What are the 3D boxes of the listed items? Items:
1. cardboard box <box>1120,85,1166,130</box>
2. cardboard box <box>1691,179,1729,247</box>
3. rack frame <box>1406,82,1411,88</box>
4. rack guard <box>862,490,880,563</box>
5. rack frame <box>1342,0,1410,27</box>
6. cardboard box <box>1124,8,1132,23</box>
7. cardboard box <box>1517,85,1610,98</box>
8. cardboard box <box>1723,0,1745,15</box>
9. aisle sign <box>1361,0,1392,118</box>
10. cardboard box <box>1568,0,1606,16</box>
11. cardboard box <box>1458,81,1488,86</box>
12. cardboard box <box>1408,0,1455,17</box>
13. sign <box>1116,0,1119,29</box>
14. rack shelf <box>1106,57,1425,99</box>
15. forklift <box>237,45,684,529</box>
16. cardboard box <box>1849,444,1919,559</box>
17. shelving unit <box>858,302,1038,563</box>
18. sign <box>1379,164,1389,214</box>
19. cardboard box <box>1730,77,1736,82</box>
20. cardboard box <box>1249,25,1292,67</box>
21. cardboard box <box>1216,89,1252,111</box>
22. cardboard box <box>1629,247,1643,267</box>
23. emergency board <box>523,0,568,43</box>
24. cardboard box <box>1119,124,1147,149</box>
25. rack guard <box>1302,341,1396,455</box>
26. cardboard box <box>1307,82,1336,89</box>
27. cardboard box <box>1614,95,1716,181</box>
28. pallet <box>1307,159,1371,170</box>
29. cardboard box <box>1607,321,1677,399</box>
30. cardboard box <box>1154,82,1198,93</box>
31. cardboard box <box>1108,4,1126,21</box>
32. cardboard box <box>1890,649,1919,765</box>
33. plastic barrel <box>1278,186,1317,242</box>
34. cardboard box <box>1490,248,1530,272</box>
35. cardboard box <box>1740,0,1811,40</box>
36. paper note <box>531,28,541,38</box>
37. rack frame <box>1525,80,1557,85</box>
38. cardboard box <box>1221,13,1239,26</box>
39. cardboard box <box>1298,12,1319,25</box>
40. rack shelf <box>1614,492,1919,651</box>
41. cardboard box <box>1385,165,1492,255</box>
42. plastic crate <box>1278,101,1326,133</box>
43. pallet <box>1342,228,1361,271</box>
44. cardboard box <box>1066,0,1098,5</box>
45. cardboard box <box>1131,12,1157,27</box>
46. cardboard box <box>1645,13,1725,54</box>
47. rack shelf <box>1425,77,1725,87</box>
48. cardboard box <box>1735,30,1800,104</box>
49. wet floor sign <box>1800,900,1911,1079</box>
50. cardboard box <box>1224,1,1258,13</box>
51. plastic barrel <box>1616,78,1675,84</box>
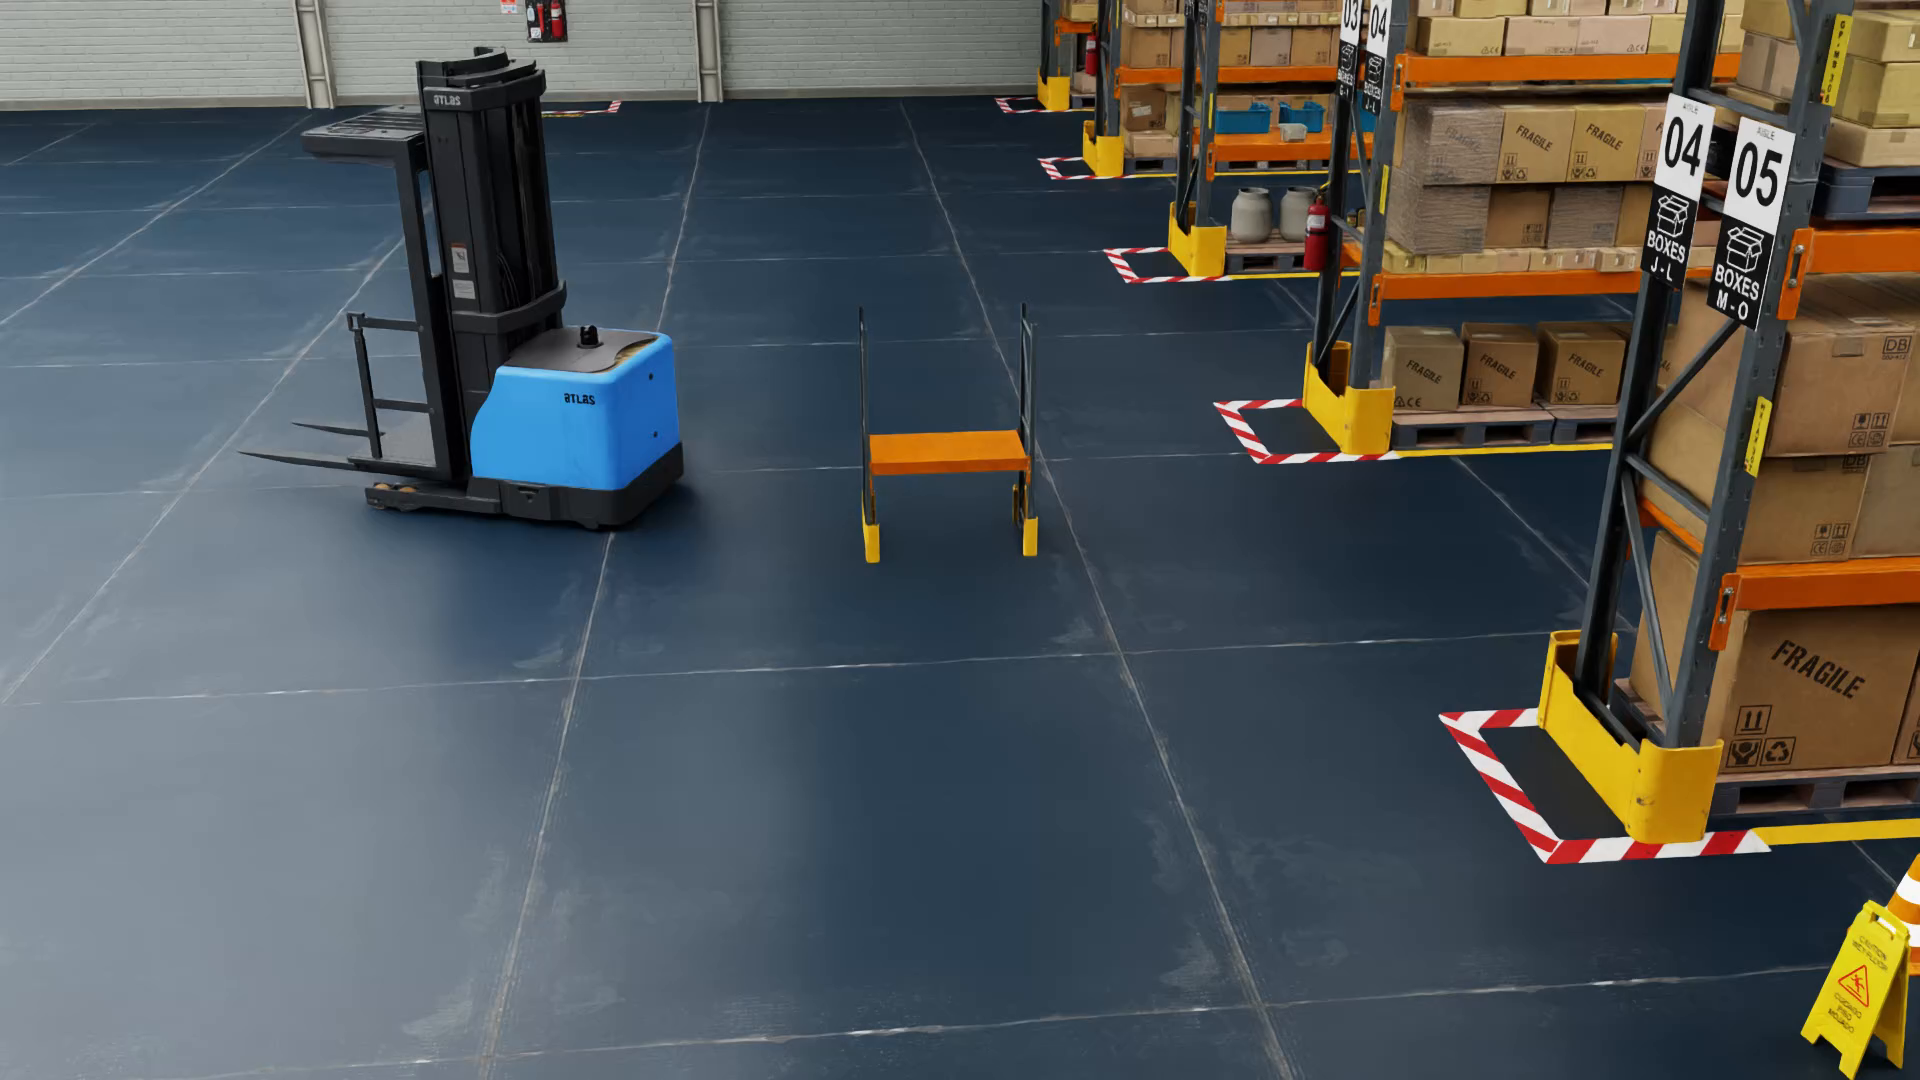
[{"bbox_3d":[2.386,-5.651,21.717,0.500,0.500,0.500,-2,24,-5],"label":"cardboard box"},{"bbox_3d":[5.389,-2.509,12.213,0.500,0.500,0.875,-2,24,-5],"label":"cardboard box"},{"bbox_3d":[5.862,-6.391,21.436,0.127,3.000,1.000,-2,24,-5],"label":"rack frame"},{"bbox_3d":[-0.571,-0.091,10.648,0.087,0.250,0.587,-2,24,-5],"label":"rack guard"},{"bbox_3d":[2.851,-4.969,10.850,0.127,3.000,1.000,-2,24,-5],"label":"rack frame"},{"bbox_3d":[2.243,-6.666,21.133,0.250,0.149,0.380,-3,24,-6],"label":"cardboard box"},{"bbox_3d":[4.369,-3.029,12.151,0.500,0.500,0.500,-2,24,-5],"label":"cardboard box"},{"bbox_3d":[5.226,-3.687,11.353,0.250,0.149,0.380,-1,24,-3],"label":"cardboard box"},{"bbox_3d":[2.819,-3.292,11.262,0.004,0.787,0.394,-2,24,-5],"label":"aisle sign"},{"bbox_3d":[4.175,-3.650,11.271,0.250,0.149,0.380,-2,24,-5],"label":"cardboard box"},{"bbox_3d":[8.117,-7.588,26.666,0.500,0.500,0.700,-2,24,-5],"label":"cardboard box"},{"bbox_3d":[3.148,-3.629,11.223,0.250,0.149,0.380,-2,24,-6],"label":"cardboard box"},{"bbox_3d":[1.930,-6.439,20.380,0.005,0.325,0.100,-2,24,-5],"label":"sign"},{"bbox_3d":[3.872,-5.983,21.403,4.000,0.370,1.077,-2,24,-5],"label":"rack shelf"},{"bbox_3d":[-3.503,-1.727,11.026,3.031,2.935,1.130,6,25,14],"label":"forklift"},{"bbox_3d":[4.148,-0.351,7.662,0.550,0.550,0.875,-2,24,-5],"label":"cardboard box"},{"bbox_3d":[-0.076,-0.682,10.439,1.083,1.500,0.587,-2,24,-5],"label":"shelving unit"},{"bbox_3d":[2.905,-2.404,11.399,0.005,0.325,0.100,-2,24,-5],"label":"sign"},{"bbox_3d":[12.699,-7.844,26.834,0.750,0.750,0.750,-2,24,-5],"label":"cardboard box"},{"bbox_3d":[3.888,-6.354,21.228,0.500,0.500,0.700,-2,24,-4],"label":"cardboard box"},{"bbox_3d":[3.431,-5.487,21.347,0.500,0.500,0.500,-2,24,-5],"label":"cardboard box"},{"bbox_3d":[4.896,-2.112,12.118,0.250,0.149,0.380,-2,24,-5],"label":"cardboard box"},{"bbox_3d":[-6.432,-8.289,25.705,0.643,1.169,0.194,-2,24,-5],"label":"emergency board"},{"bbox_3d":[2.386,-5.308,21.867,0.500,0.250,0.500,-2,24,-5],"label":"cardboard box"},{"bbox_3d":[2.927,-1.088,12.583,0.348,0.500,1.175,-2,24,-5],"label":"rack guard"},{"bbox_3d":[4.873,-5.754,21.948,0.500,0.500,0.500,-2,24,-5],"label":"cardboard box"},{"bbox_3d":[4.918,-2.838,11.721,0.500,0.500,0.500,-2,24,-5],"label":"cardboard box"},{"bbox_3d":[5.067,-5.102,21.969,1.213,0.211,1.003,-2,24,-5],"label":"pallet"},{"bbox_3d":[5.251,-1.354,12.665,0.500,0.500,0.500,-4,24,-10],"label":"cardboard box"},{"bbox_3d":[3.390,-7.316,26.052,0.500,0.500,0.700,-4,24,-8],"label":"cardboard box"},{"bbox_3d":[2.423,-8.092,25.422,0.500,0.250,0.500,-3,24,-7],"label":"cardboard box"},{"bbox_3d":[4.782,0.471,8.097,0.875,0.875,0.875,-3,24,-6],"label":"cardboard box"},{"bbox_3d":[3.511,-3.362,17.166,0.421,0.512,0.421,0,24,0],"label":"plastic barrel"},{"bbox_3d":[3.906,-2.052,11.983,0.250,0.149,0.380,-2,24,-5],"label":"cardboard box"},{"bbox_3d":[3.540,-2.227,7.062,0.250,0.149,0.380,-2,24,-5],"label":"cardboard box"},{"bbox_3d":[-6.615,-7.907,25.931,0.142,0.148,0.016,-2,24,-5],"label":"paper note"},{"bbox_3d":[9.352,-8.553,26.300,0.127,3.000,1.000,-2,24,-5],"label":"rack frame"},{"bbox_3d":[3.320,-6.544,20.858,0.250,0.149,0.380,-3,24,-7],"label":"cardboard box"},{"bbox_3d":[4.349,-6.586,20.952,0.250,0.149,0.380,-2,24,-4],"label":"cardboard box"},{"bbox_3d":[5.229,0.030,7.874,4.000,0.370,1.077,-2,24,-5],"label":"rack shelf"},{"bbox_3d":[3.401,-2.420,12.012,0.500,0.500,0.875,-2,24,-5],"label":"cardboard box"},{"bbox_3d":[3.480,-4.326,16.973,0.408,0.251,0.499,-2,24,-5],"label":"plastic crate"},{"bbox_3d":[4.456,-3.055,17.363,1.213,0.211,1.003,-2,24,-5],"label":"pallet"},{"bbox_3d":[1.895,-8.415,25.225,0.500,0.500,0.500,-2,24,-5],"label":"cardboard box"},{"bbox_3d":[2.293,-6.502,20.764,0.250,0.149,0.380,-2,24,-6],"label":"cardboard box"},{"bbox_3d":[4.880,-3.508,11.442,0.500,0.250,0.500,-2,24,-4],"label":"cardboard box"},{"bbox_3d":[7.852,-6.142,21.762,4.000,0.370,1.077,-2,24,-5],"label":"rack shelf"},{"bbox_3d":[3.698,-2.027,7.102,0.500,0.250,0.500,-2,24,-4],"label":"cardboard box"},{"bbox_3d":[3.404,1.659,6.224,0.232,0.644,0.267,-6,25,-14],"label":"wet floor sign"},{"bbox_3d":[3.424,-6.929,20.926,0.500,0.500,0.700,-2,24,-5],"label":"cardboard box"},{"bbox_3d":[6.759,-4.511,16.589,0.708,0.901,0.600,-2,24,-5],"label":"plastic barrel"}]
